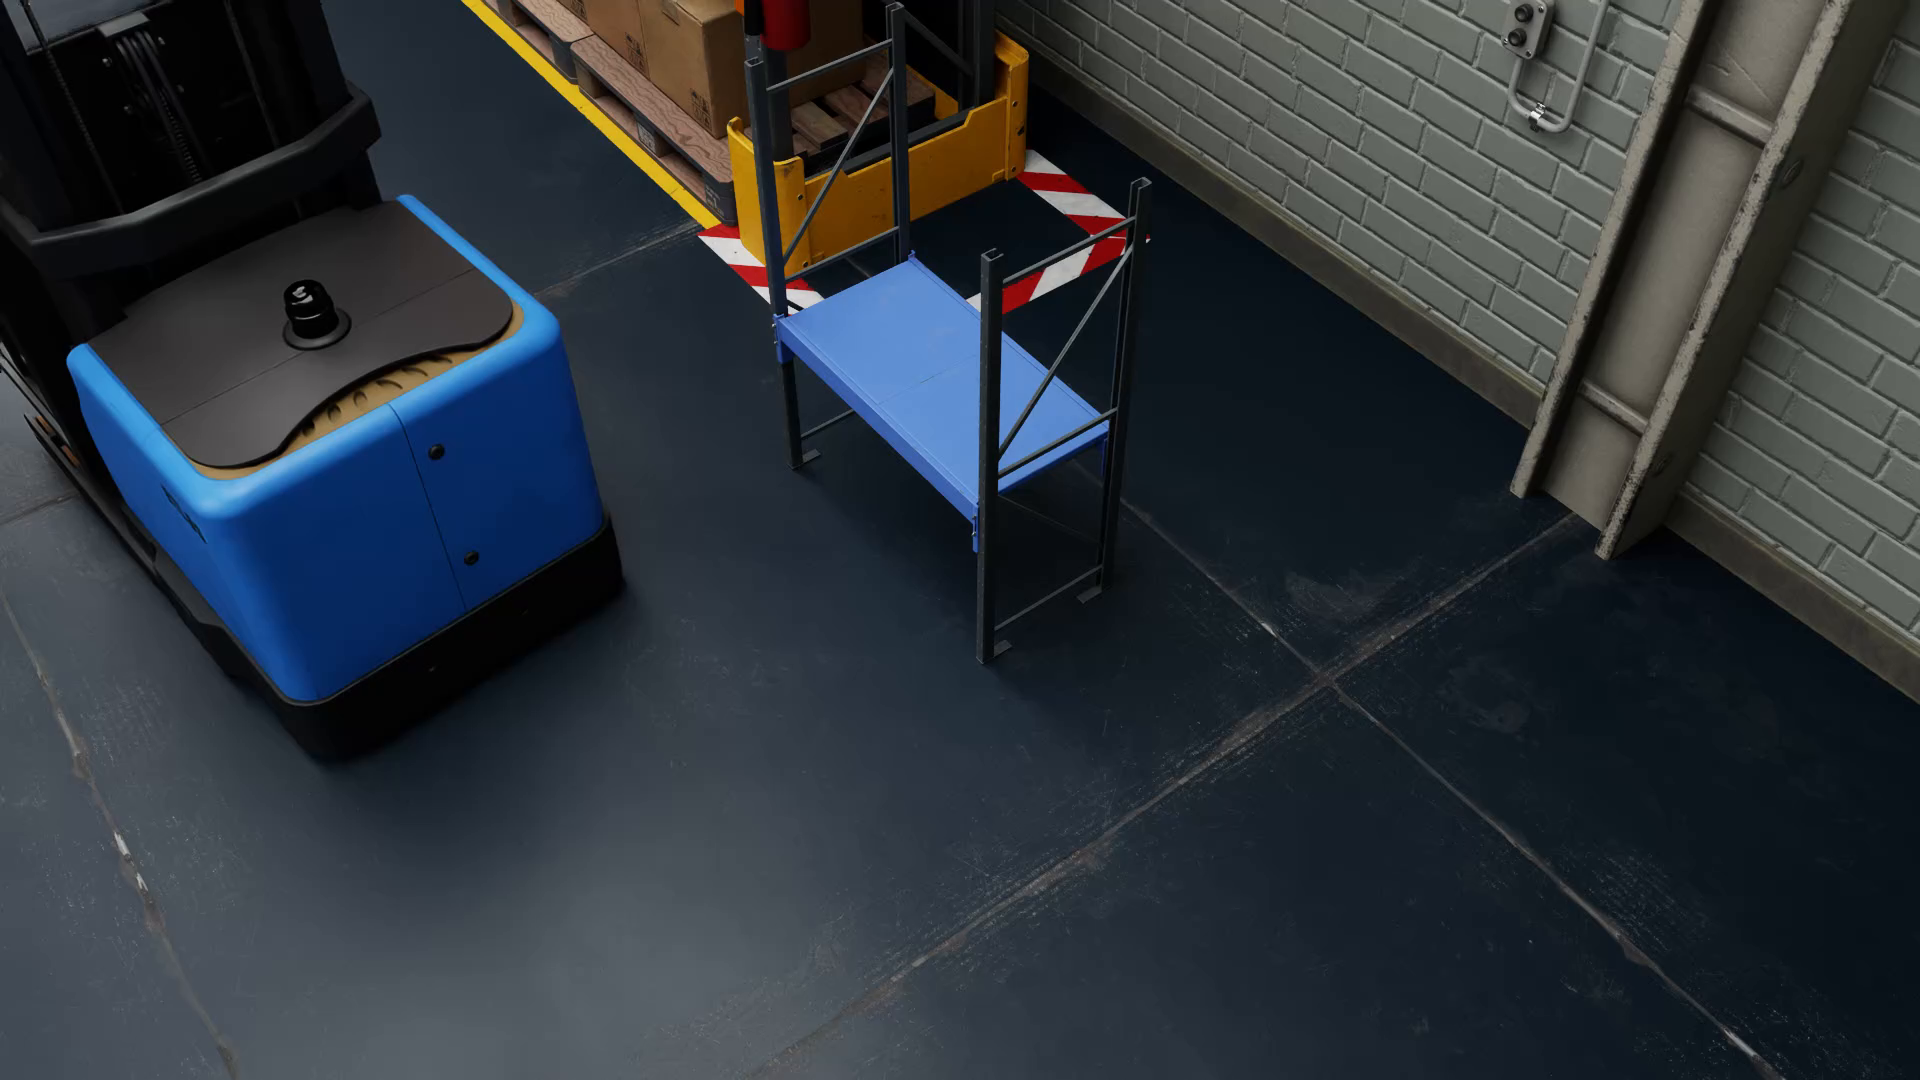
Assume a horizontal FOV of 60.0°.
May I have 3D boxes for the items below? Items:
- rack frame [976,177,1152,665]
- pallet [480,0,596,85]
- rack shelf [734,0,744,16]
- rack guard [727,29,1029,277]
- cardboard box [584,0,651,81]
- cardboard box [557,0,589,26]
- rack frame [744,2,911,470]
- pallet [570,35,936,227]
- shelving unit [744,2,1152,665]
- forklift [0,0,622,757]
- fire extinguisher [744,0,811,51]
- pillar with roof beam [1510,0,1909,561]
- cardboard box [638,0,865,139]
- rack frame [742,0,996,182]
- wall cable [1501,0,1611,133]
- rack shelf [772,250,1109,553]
[{"bbox_3d":[0.256,-0.254,4.468,0.500,1.500,0.032,-29,54,-24],"label":"rack frame"},{"bbox_3d":[-1.581,-2.547,7.417,1.003,0.211,1.213,-29,54,-24],"label":"pallet"},{"bbox_3d":[-1.511,-3.266,6.672,1.077,0.370,4.000,-29,54,-24],"label":"rack shelf"},{"bbox_3d":[-0.285,-1.475,6.250,1.175,0.500,0.348,-29,54,-24],"label":"rack guard"},{"bbox_3d":[-1.106,-2.293,6.708,0.700,0.500,0.500,-30,54,-24],"label":"cardboard box"},{"bbox_3d":[-1.411,-2.589,6.976,0.700,0.500,0.500,-31,55,-25],"label":"cardboard box"},{"bbox_3d":[-0.359,-0.854,5.012,0.500,1.500,0.032,-29,54,-24],"label":"rack frame"},{"bbox_3d":[-0.846,-1.828,6.765,1.003,0.211,1.213,-29,54,-24],"label":"pallet"},{"bbox_3d":[-0.052,-0.554,4.740,0.538,1.500,1.048,-29,54,-24],"label":"shelving unit"},{"bbox_3d":[-2.404,-1.385,4.527,1.130,2.935,3.031,-35,57,-27],"label":"forklift"},{"bbox_3d":[-0.576,-1.881,5.235,0.296,0.674,0.183,-29,54,-24],"label":"fire extinguisher"},{"bbox_3d":[-1.403,-1.208,0.271,9.100,9.000,0.400,-29,54,-24],"label":"pillar with roof beam"},{"bbox_3d":[-0.803,-1.998,6.440,0.700,0.500,0.500,-29,54,-24],"label":"cardboard box"},{"bbox_3d":[-0.300,-2.328,5.336,1.000,3.000,0.127,-29,54,-24],"label":"rack frame"},{"bbox_3d":[1.228,-2.339,4.660,0.084,1.984,1.851,-29,54,-24],"label":"wall cable"},{"bbox_3d":[-0.052,-0.433,4.873,0.538,0.185,1.000,-29,54,-24],"label":"rack shelf"}]
